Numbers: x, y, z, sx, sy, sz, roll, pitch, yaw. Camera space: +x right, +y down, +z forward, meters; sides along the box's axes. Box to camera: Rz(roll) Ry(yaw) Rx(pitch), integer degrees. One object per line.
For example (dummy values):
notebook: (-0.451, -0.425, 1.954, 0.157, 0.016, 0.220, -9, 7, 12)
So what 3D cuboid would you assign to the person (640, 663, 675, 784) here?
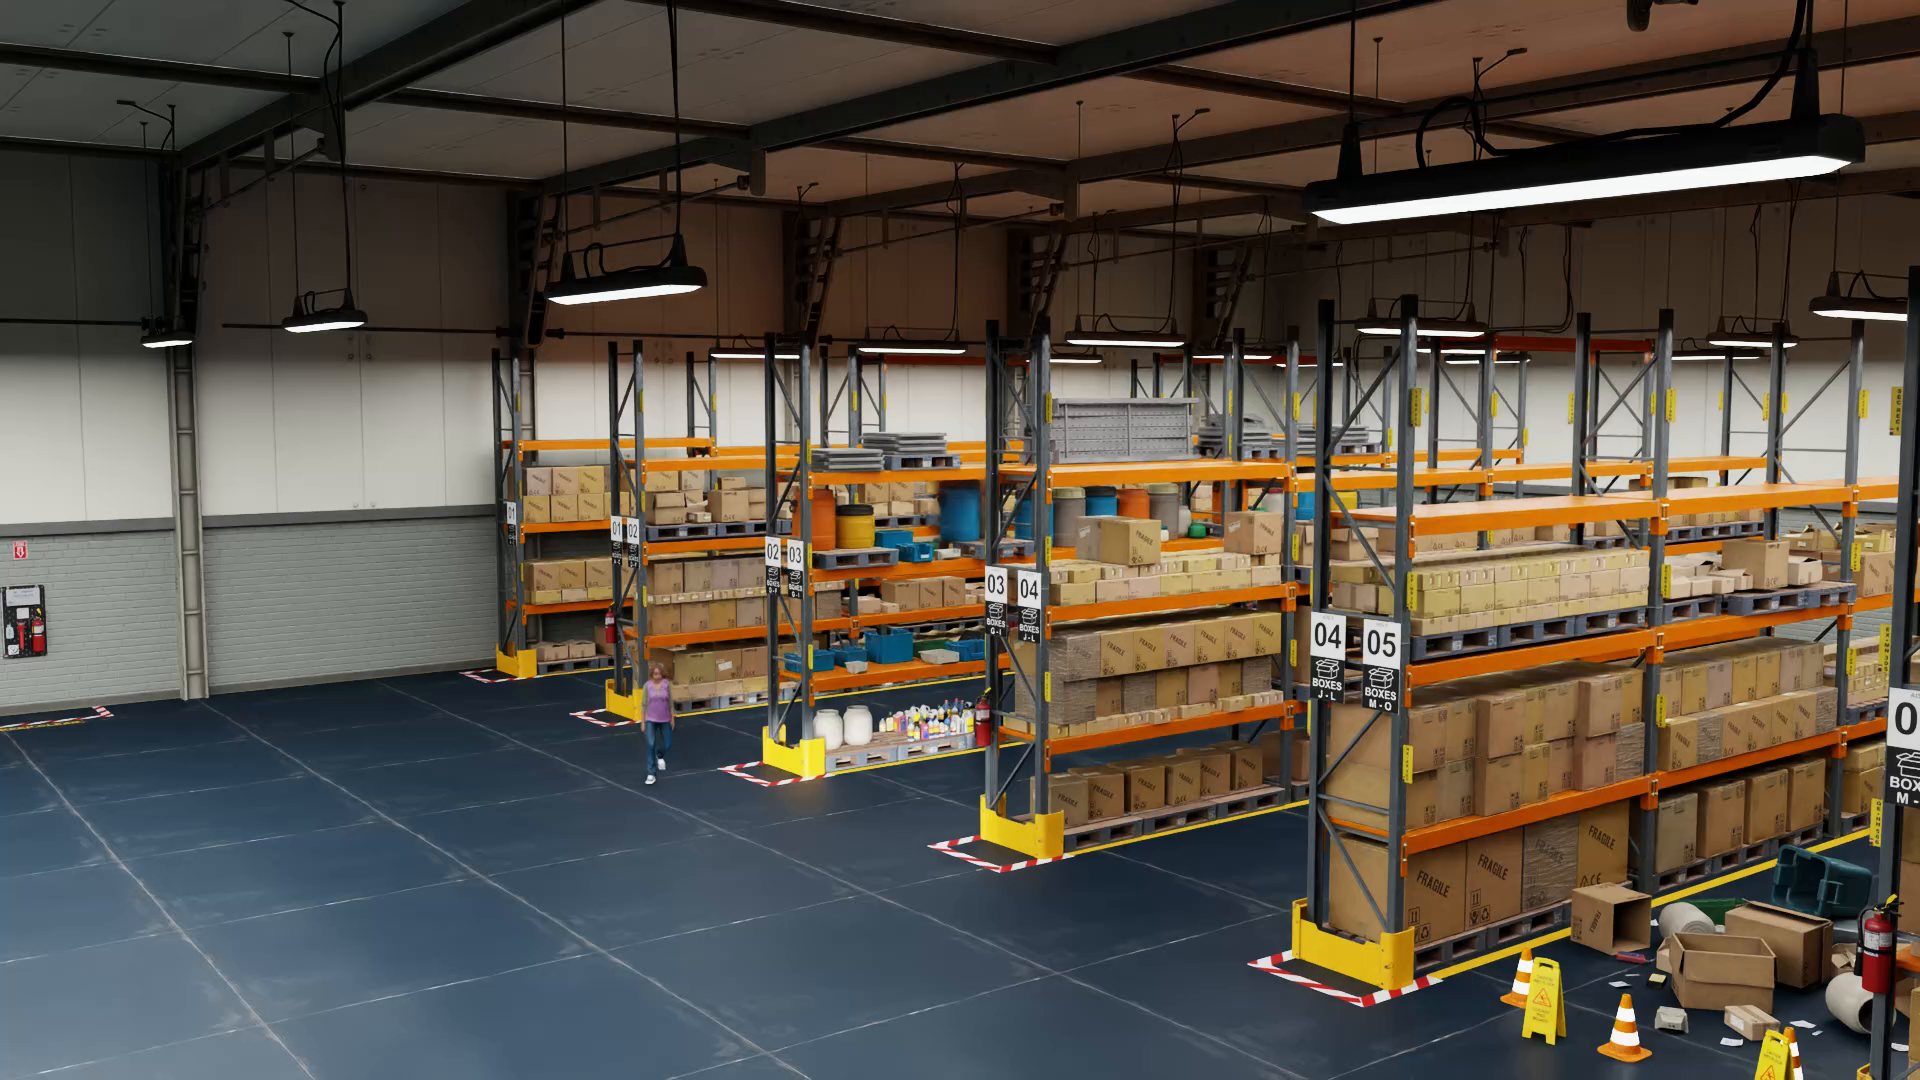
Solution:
person: (-4.053, 2.418, 22.278, 0.454, 1.566, 0.779, -1, 5, -13)
